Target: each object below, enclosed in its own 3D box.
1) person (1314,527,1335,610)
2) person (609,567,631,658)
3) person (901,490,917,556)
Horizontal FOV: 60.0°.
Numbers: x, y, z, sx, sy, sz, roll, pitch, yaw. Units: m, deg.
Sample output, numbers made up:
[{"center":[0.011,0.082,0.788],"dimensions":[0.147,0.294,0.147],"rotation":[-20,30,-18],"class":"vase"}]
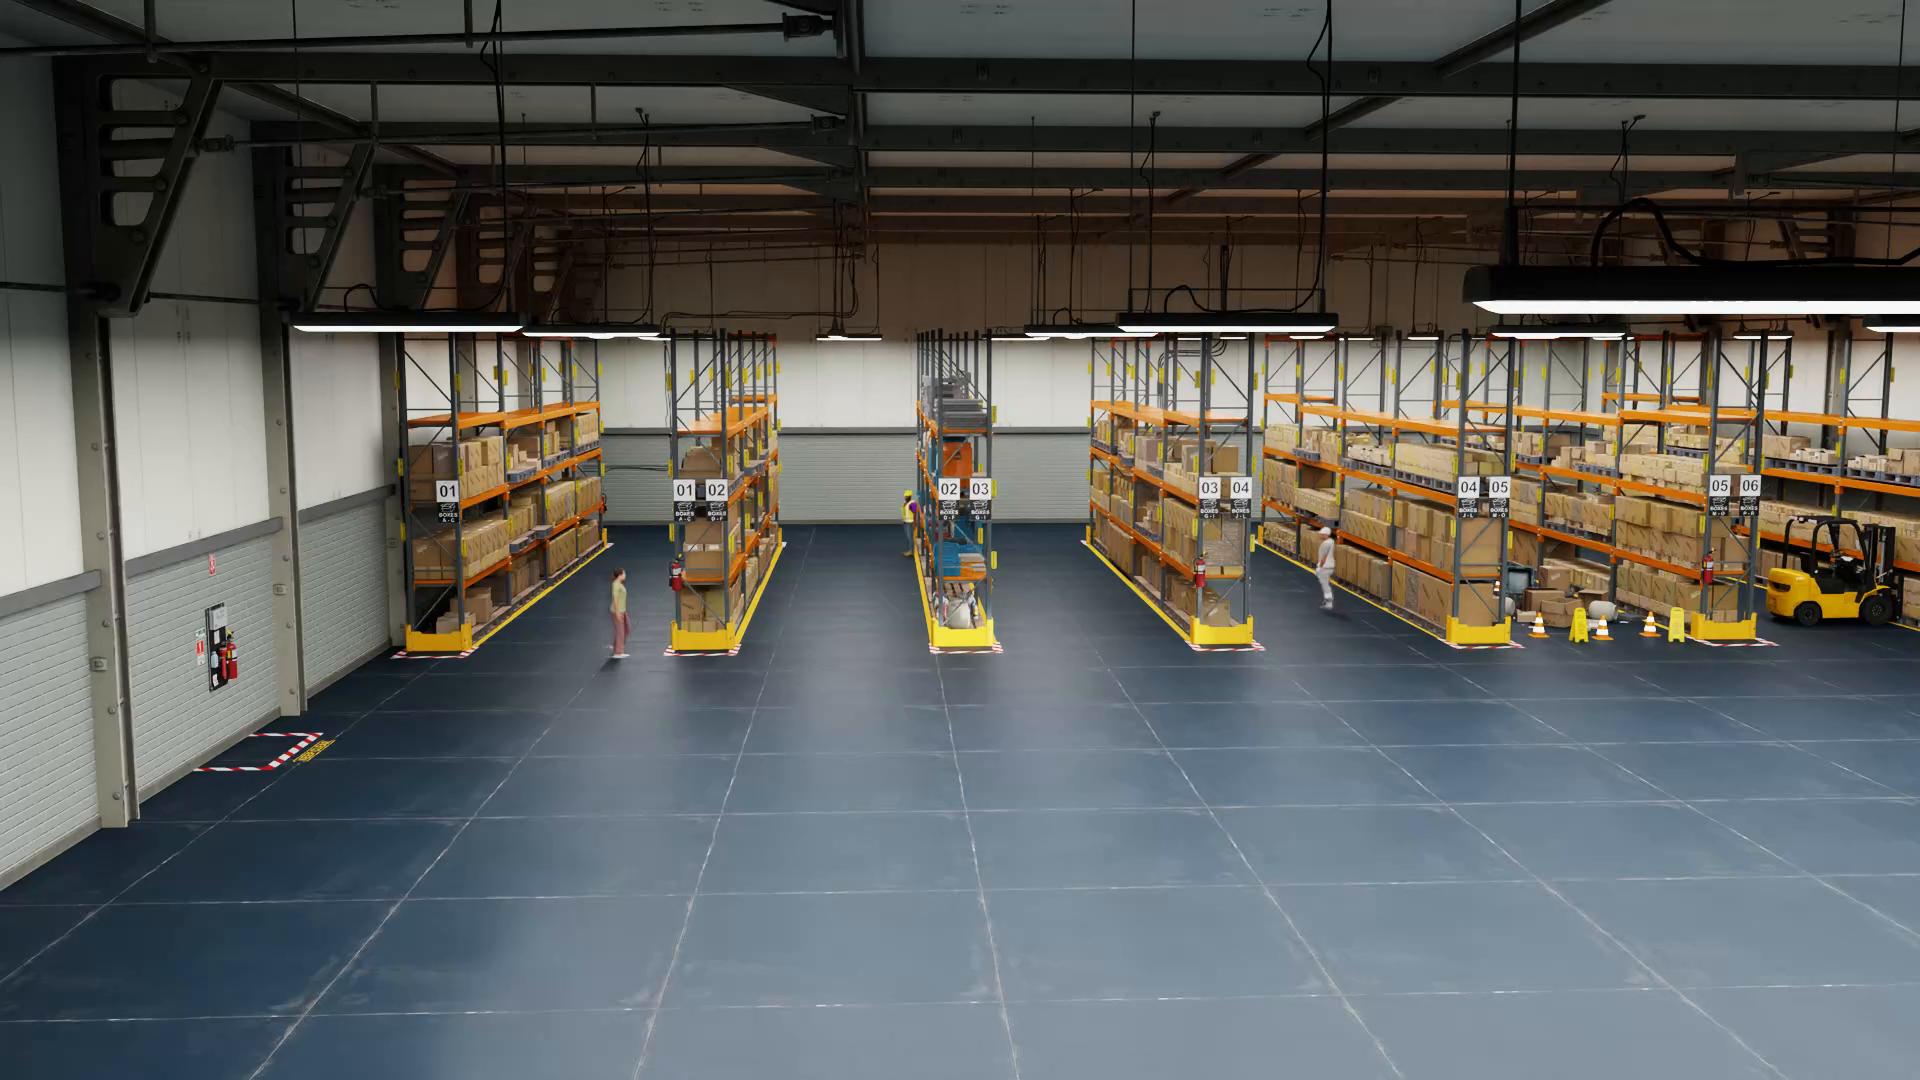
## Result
[{"center":[7.857,0.625,35.818],"dimensions":[0.581,1.830,0.468],"rotation":[-7,9,-44],"class":"person"},{"center":[-6.277,1.322,30.435],"dimensions":[0.469,1.671,0.559],"rotation":[1,7,5],"class":"person"},{"center":[-1.397,-0.465,45.021],"dimensions":[0.384,1.771,0.657],"rotation":[-4,8,-30],"class":"person"}]
